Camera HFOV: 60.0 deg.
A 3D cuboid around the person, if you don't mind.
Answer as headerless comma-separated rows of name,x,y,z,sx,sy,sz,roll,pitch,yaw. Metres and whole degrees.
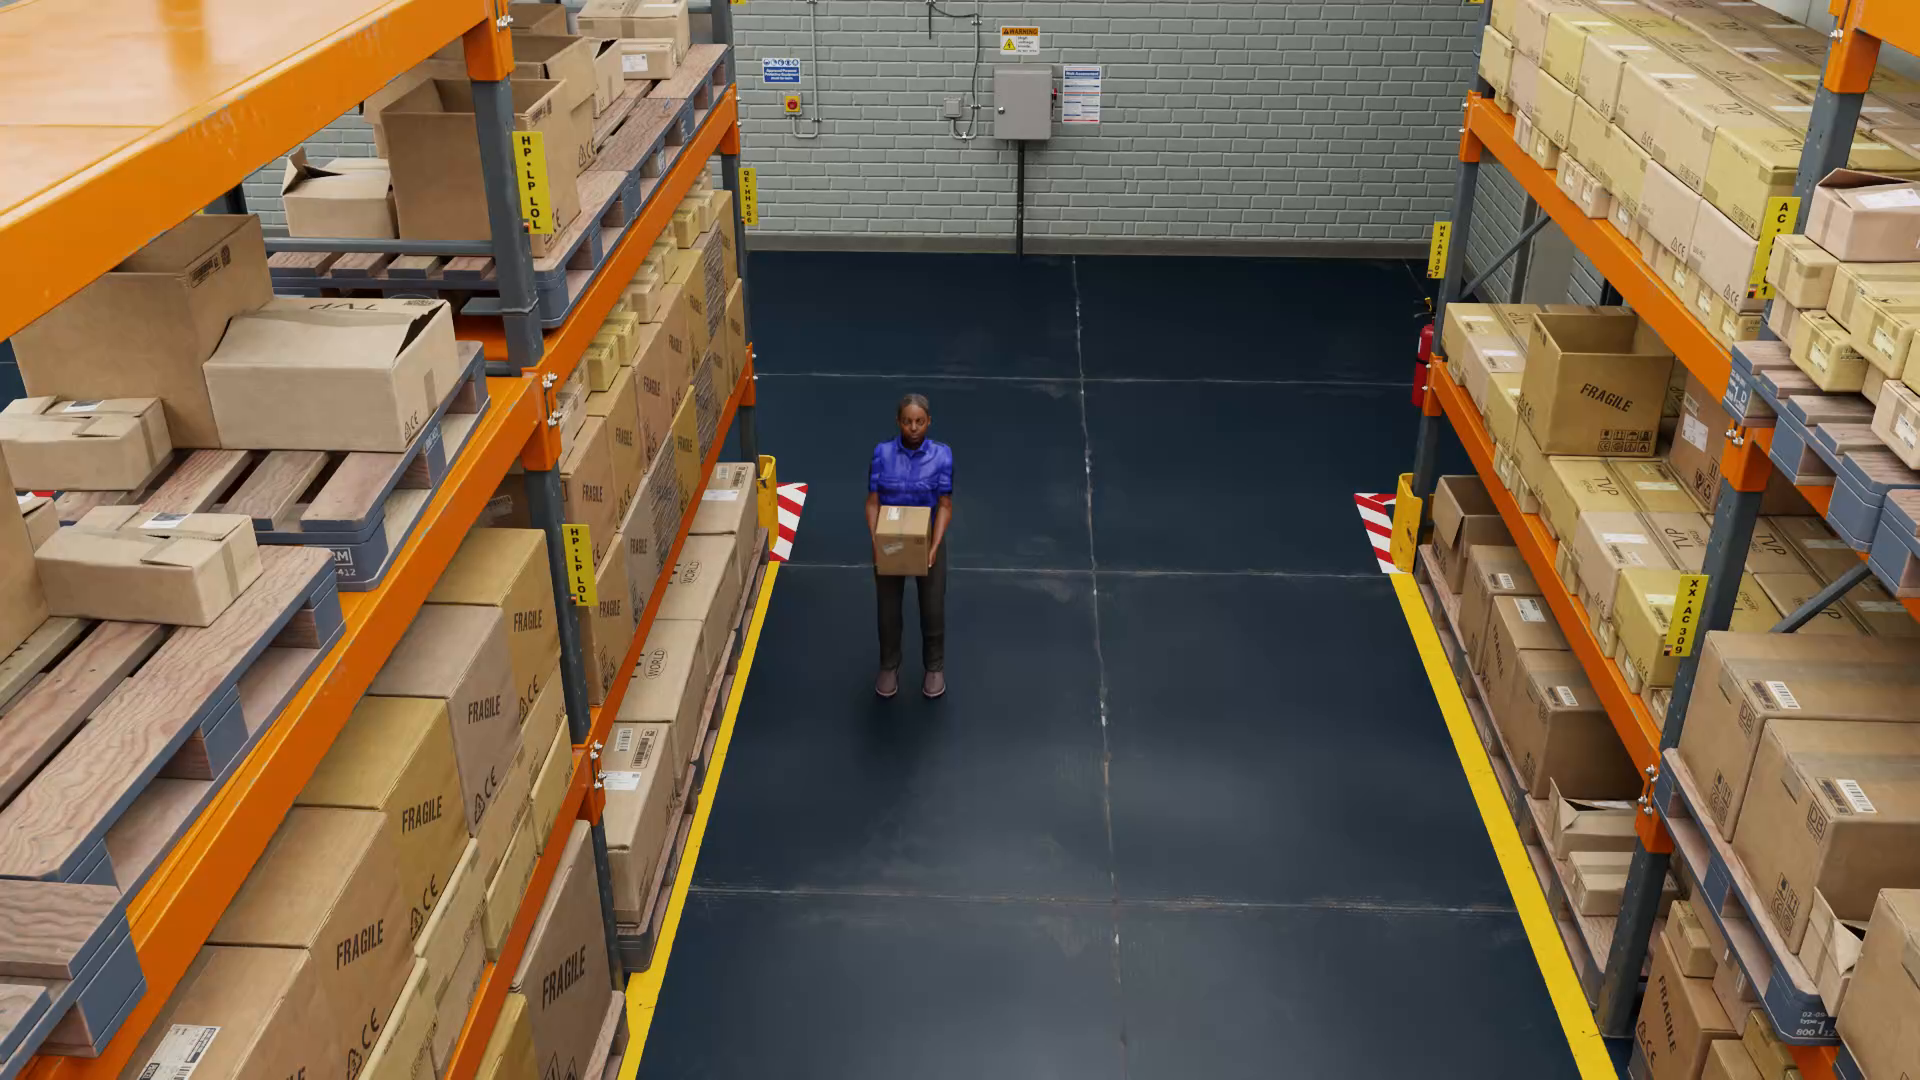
person,-0.260,0.073,8.502,0.450,1.646,0.517,2,28,4
